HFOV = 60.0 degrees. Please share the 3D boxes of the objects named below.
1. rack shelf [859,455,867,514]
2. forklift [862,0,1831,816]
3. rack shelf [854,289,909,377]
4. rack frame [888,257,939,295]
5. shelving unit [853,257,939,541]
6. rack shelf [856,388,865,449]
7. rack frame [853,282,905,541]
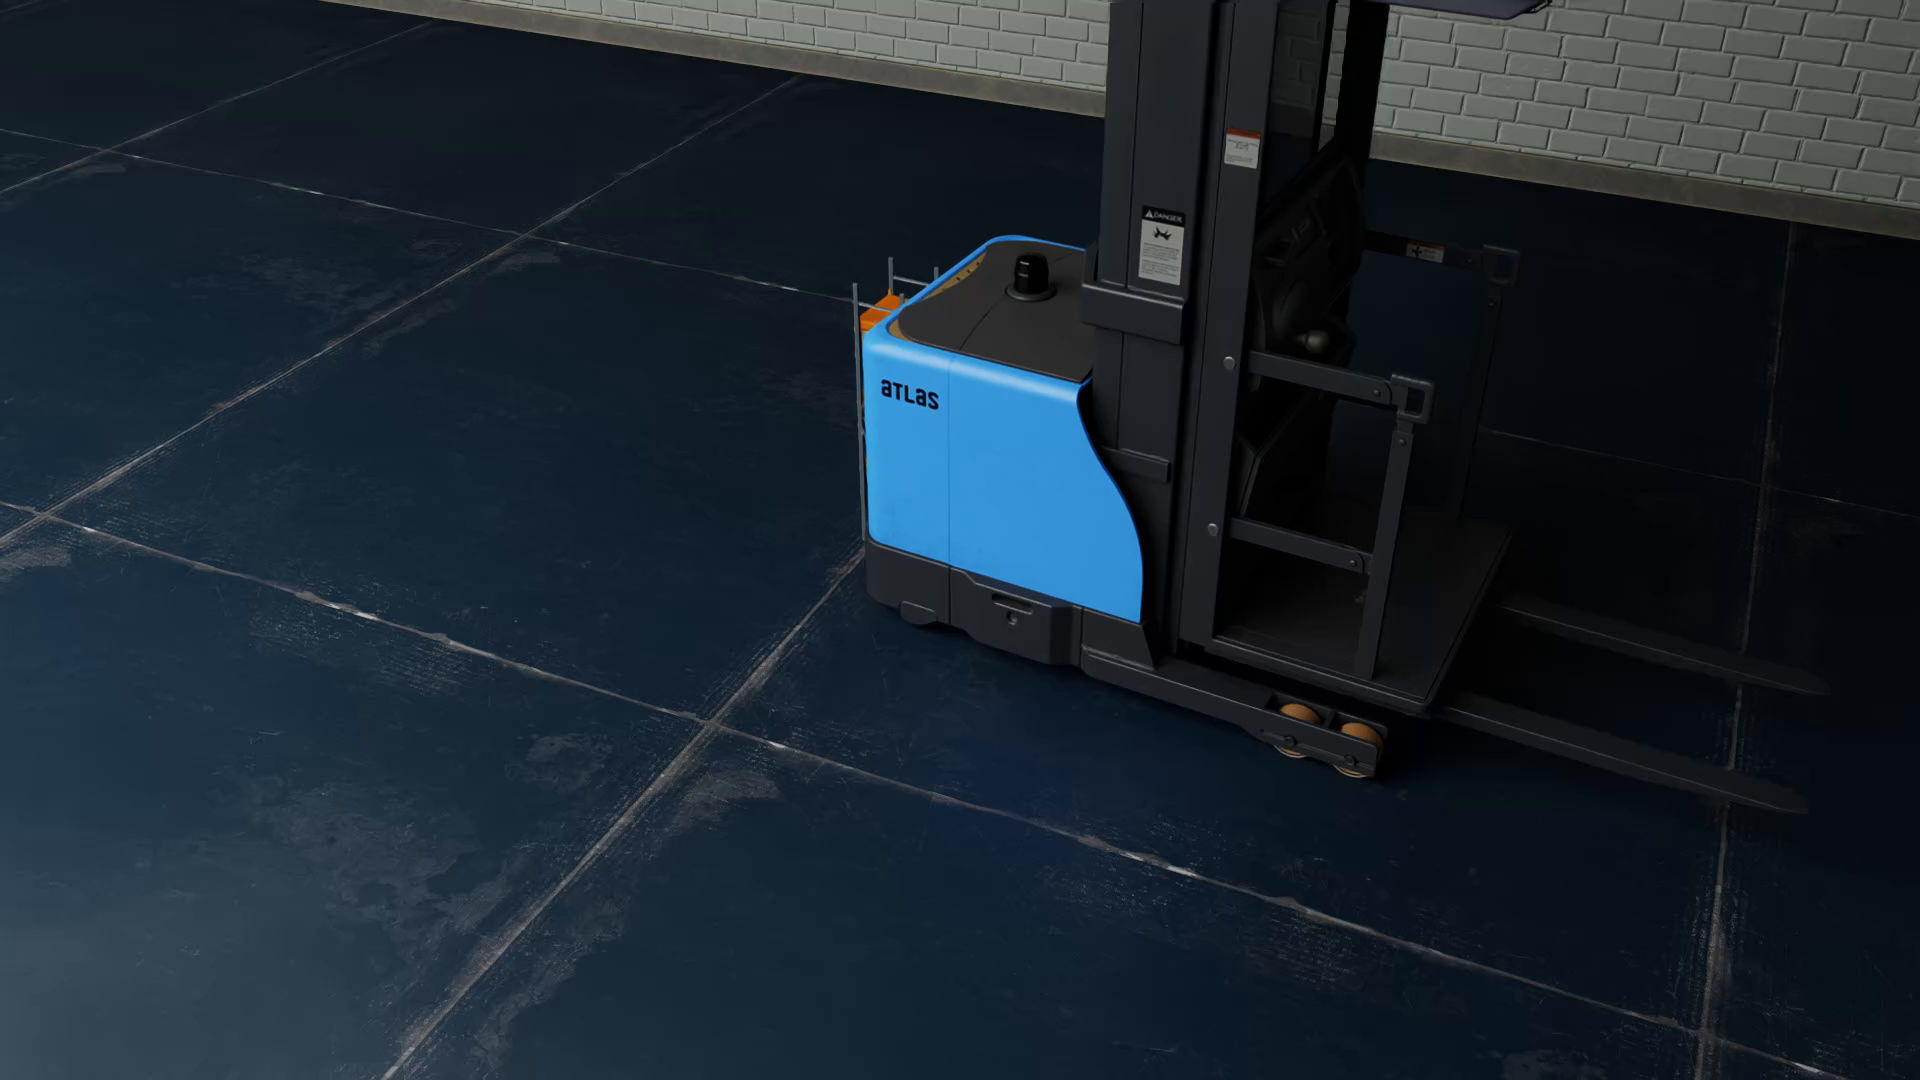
[{"bbox_3d":[-0.219,-0.231,6.172,0.215,0.259,0.240,16,37,23],"label":"rack shelf"},{"bbox_3d":[1.213,-0.827,4.838,3.031,2.935,1.130,17,37,24],"label":"forklift"},{"bbox_3d":[-0.219,-0.701,5.864,0.215,0.259,0.240,16,37,23],"label":"rack shelf"},{"bbox_3d":[-0.162,-0.532,6.104,0.200,1.050,0.008,16,37,23],"label":"rack frame"},{"bbox_3d":[-0.219,-0.473,6.014,0.215,1.050,0.252,16,37,23],"label":"shelving unit"},{"bbox_3d":[-0.219,-0.464,6.019,0.215,0.259,0.240,16,37,23],"label":"rack shelf"},{"bbox_3d":[-0.276,-0.414,5.923,0.200,1.050,0.008,16,37,23],"label":"rack frame"}]
